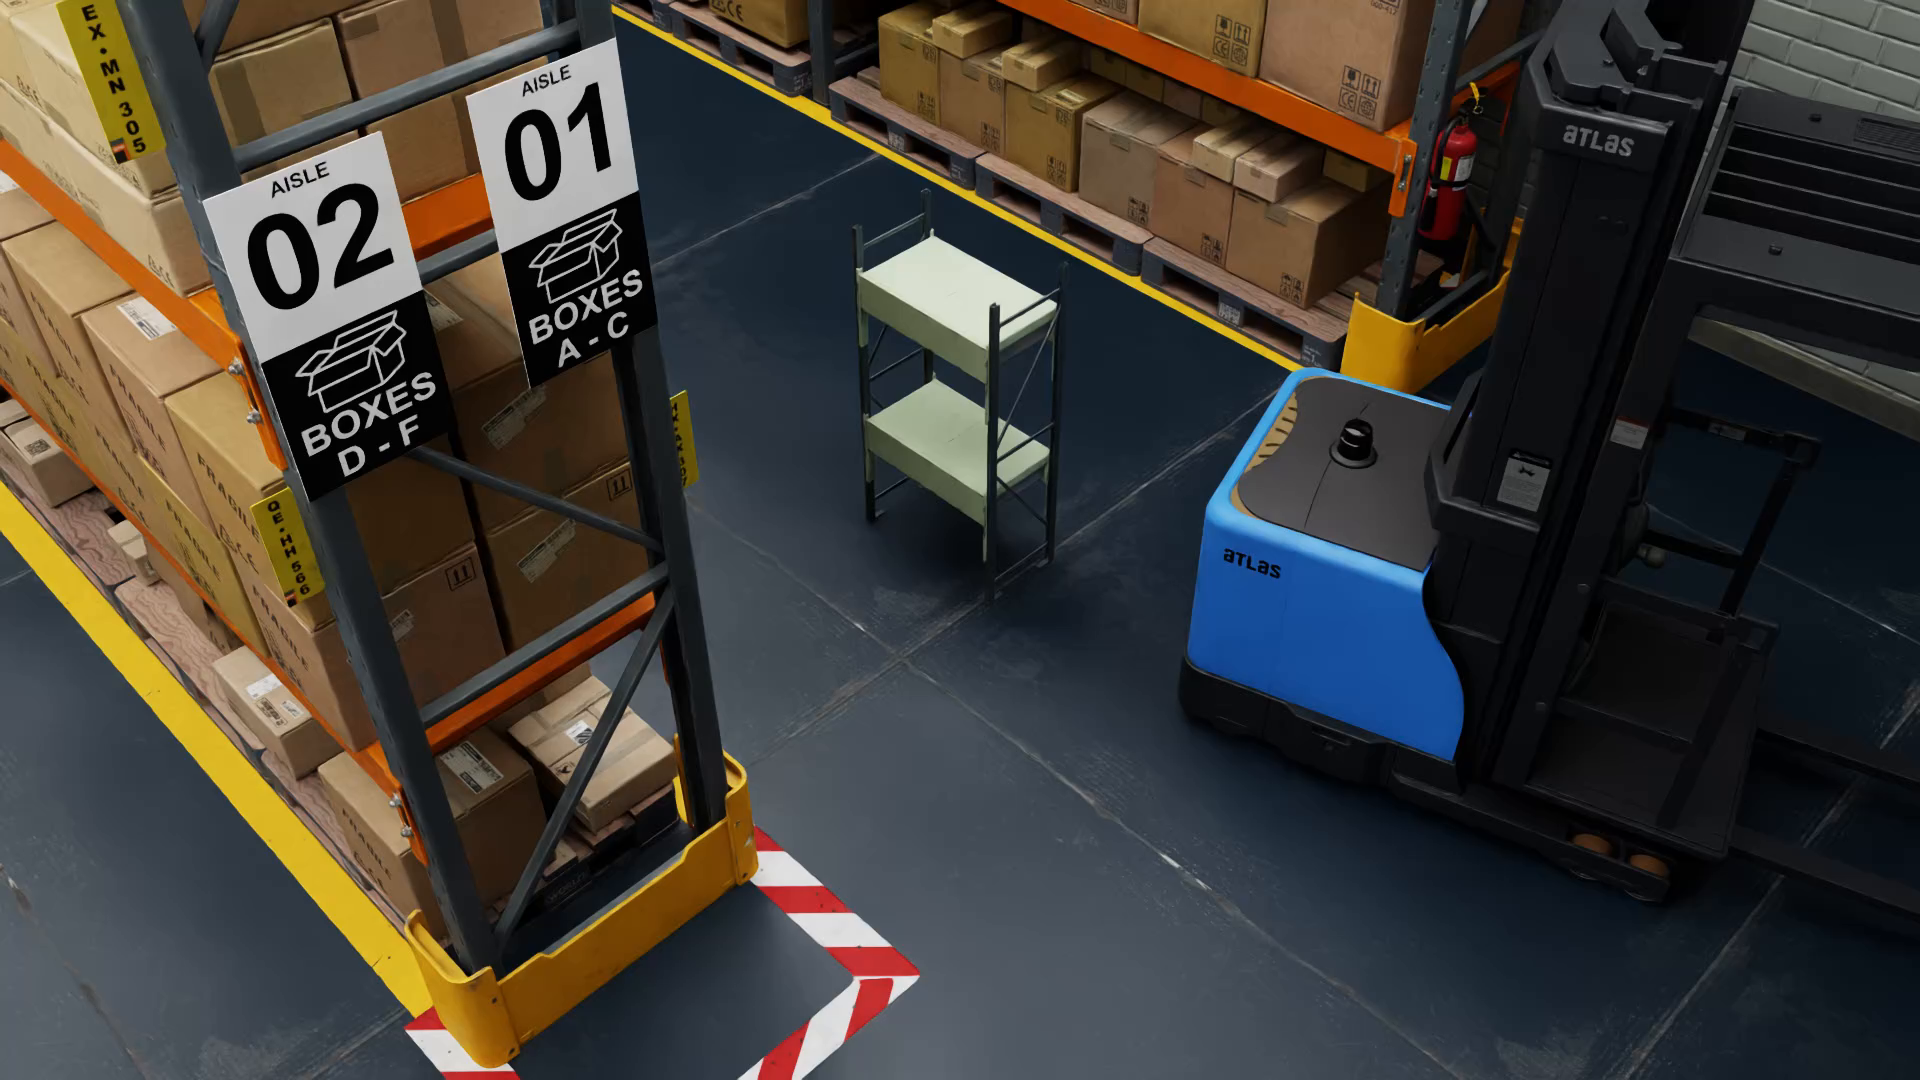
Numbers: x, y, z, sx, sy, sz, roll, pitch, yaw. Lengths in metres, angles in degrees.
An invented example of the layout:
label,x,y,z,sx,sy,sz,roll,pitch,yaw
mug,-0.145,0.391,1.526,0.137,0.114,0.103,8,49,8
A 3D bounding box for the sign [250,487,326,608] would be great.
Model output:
label,x,y,z,sx,sy,sz,roll,pitch,yaw
sign,-1.586,0.021,3.931,0.100,0.325,0.005,-34,53,-31

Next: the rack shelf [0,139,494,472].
label,x,y,z,sx,sy,sz,roll,pitch,yaw
rack shelf,-2.591,-1.493,4.975,1.077,0.370,4.000,-34,53,-31

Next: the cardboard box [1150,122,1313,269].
label,x,y,z,sx,sy,sz,roll,pitch,yaw
cardboard box,1.408,-1.835,8.558,0.500,0.500,0.700,34,53,31

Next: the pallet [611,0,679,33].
label,x,y,z,sx,sy,sz,roll,pitch,yaw
pallet,-1.963,-3.889,11.303,1.003,0.211,1.213,-34,53,-31

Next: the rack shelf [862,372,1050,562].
label,x,y,z,sx,sy,sz,roll,pitch,yaw
rack shelf,-0.005,-0.315,6.966,0.431,0.370,0.720,-34,53,-31

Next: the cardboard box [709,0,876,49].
label,x,y,z,sx,sy,sz,roll,pitch,yaw
cardboard box,-1.050,-3.607,10.218,0.750,0.750,0.750,-33,52,-31

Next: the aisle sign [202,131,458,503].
label,x,y,z,sx,sy,sz,roll,pitch,yaw
aisle sign,-1.347,-0.470,3.632,0.394,0.787,0.004,-34,53,-31

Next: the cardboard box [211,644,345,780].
label,x,y,z,sx,sy,sz,roll,pitch,yaw
cardboard box,-2.387,0.540,6.157,0.500,0.250,0.500,-34,53,-31

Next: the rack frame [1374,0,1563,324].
label,x,y,z,sx,sy,sz,roll,pitch,yaw
rack frame,2.326,-2.070,7.280,1.000,3.000,0.127,-34,53,-31

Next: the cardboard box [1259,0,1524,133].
label,x,y,z,sx,sy,sz,roll,pitch,yaw
cardboard box,1.959,-2.421,7.438,0.980,0.700,0.700,-32,51,-30

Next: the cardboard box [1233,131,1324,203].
label,x,y,z,sx,sy,sz,roll,pitch,yaw
cardboard box,1.541,-1.808,8.050,0.250,0.149,0.380,34,52,31

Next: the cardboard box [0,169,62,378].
label,x,y,z,sx,sy,sz,roll,pitch,yaw
cardboard box,-2.777,-0.916,5.221,0.500,0.500,0.500,-32,52,-30

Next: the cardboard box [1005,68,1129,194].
label,x,y,z,sx,sy,sz,roll,pitch,yaw
cardboard box,0.670,-2.329,9.093,0.700,0.500,0.500,-33,52,-30

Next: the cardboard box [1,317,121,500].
label,x,y,z,sx,sy,sz,roll,pitch,yaw
cardboard box,-2.761,-0.548,5.559,0.500,0.500,0.500,33,52,31

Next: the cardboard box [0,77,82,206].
label,x,y,z,sx,sy,sz,roll,pitch,yaw
cardboard box,-2.073,-1.107,4.138,0.500,0.250,0.500,-34,53,-31

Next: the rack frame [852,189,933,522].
label,x,y,z,sx,sy,sz,roll,pitch,yaw
rack frame,-0.263,-0.730,6.935,0.400,1.500,0.023,-34,53,-31

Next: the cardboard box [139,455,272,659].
label,x,y,z,sx,sy,sz,roll,pitch,yaw
cardboard box,-2.056,-0.063,5.035,0.500,0.500,0.500,-34,52,-31

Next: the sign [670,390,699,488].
label,x,y,z,sx,sy,sz,roll,pitch,yaw
sign,-0.794,-0.272,4.697,0.100,0.325,0.005,-34,53,-31

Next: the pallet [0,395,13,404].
label,x,y,z,sx,sy,sz,roll,pitch,yaw
pallet,-4.604,-0.965,8.139,1.003,0.211,1.213,-34,53,-31

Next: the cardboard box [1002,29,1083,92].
label,x,y,z,sx,sy,sz,roll,pitch,yaw
cardboard box,0.438,-2.556,8.860,0.250,0.149,0.380,33,52,30

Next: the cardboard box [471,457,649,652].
label,x,y,z,sx,sy,sz,roll,pitch,yaw
cardboard box,-1.305,-0.071,5.043,0.500,0.500,0.500,-33,52,-30

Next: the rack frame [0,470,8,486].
label,x,y,z,sx,sy,sz,roll,pitch,yaw
rack frame,-4.003,-1.616,6.789,1.000,3.000,0.127,-34,53,-31

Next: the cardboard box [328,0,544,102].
label,x,y,z,sx,sy,sz,roll,pitch,yaw
cardboard box,-1.357,-1.296,3.974,0.500,0.250,0.500,-34,53,-31

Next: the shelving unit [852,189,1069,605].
label,x,y,z,sx,sy,sz,roll,pitch,yaw
shelving unit,-0.005,-0.554,6.744,0.431,1.500,0.755,-34,53,-31

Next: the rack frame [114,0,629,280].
label,x,y,z,sx,sy,sz,roll,pitch,yaw
rack frame,-1.178,-1.898,2.673,1.000,3.000,0.127,-34,53,-31

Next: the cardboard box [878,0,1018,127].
label,x,y,z,sx,sy,sz,roll,pitch,yaw
cardboard box,-0.043,-2.820,9.624,0.700,0.500,0.500,-33,52,-31

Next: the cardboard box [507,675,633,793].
label,x,y,z,sx,sy,sz,roll,pitch,yaw
cardboard box,-1.407,0.699,6.047,0.380,0.166,0.250,-34,53,-31

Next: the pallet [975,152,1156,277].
label,x,y,z,sx,sy,sz,roll,pitch,yaw
pallet,0.849,-1.979,9.236,1.003,0.211,1.213,-34,53,-31

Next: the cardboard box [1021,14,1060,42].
label,x,y,z,sx,sy,sz,roll,pitch,yaw
cardboard box,0.555,-2.845,9.173,0.250,0.149,0.380,33,52,30

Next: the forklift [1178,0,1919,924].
label,x,y,z,sx,sy,sz,roll,pitch,yaw
forklift,2.396,-0.220,5.328,3.031,2.935,1.130,20,46,20

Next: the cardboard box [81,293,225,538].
label,x,y,z,sx,sy,sz,roll,pitch,yaw
cardboard box,-2.045,-0.423,4.687,0.500,0.500,0.500,-33,52,-30

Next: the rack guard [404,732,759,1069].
label,x,y,z,sx,sy,sz,roll,pitch,yaw
rack guard,-1.232,1.187,5.597,1.175,0.500,0.348,-34,53,-31

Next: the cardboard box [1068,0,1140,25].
label,x,y,z,sx,sy,sz,roll,pitch,yaw
cardboard box,0.905,-3.136,8.212,0.700,0.700,0.980,32,51,30

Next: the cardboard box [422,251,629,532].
label,x,y,z,sx,sy,sz,roll,pitch,yaw
cardboard box,-1.305,-0.438,4.703,0.500,0.500,0.500,-32,52,-30

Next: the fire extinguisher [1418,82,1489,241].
label,x,y,z,sx,sy,sz,roll,pitch,yaw
fire extinguisher,2.106,-1.611,7.115,0.296,0.674,0.183,-34,53,-31

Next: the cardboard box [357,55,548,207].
label,x,y,z,sx,sy,sz,roll,pitch,yaw
cardboard box,-1.361,-1.110,4.141,0.500,0.250,0.500,-34,53,-31

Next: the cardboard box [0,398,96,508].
label,x,y,z,sx,sy,sz,roll,pitch,yaw
cardboard box,-3.860,-0.485,7.222,0.500,0.311,0.500,-34,53,-31

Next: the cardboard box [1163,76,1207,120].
label,x,y,z,sx,sy,sz,roll,pitch,yaw
cardboard box,1.276,-2.354,8.642,0.380,0.149,0.250,-33,52,-31

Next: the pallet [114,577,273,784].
label,x,y,z,sx,sy,sz,roll,pitch,yaw
pallet,-2.653,0.325,6.743,1.003,0.211,1.213,-34,53,-31

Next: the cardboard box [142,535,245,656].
label,x,y,z,sx,sy,sz,roll,pitch,yaw
cardboard box,-2.673,0.039,6.513,0.797,0.503,0.637,-34,53,-31

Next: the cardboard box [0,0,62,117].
label,x,y,z,sx,sy,sz,roll,pitch,yaw
cardboard box,-2.075,-1.289,3.967,0.500,0.250,0.500,-34,53,-31

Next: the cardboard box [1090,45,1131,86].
label,x,y,z,sx,sy,sz,roll,pitch,yaw
cardboard box,0.916,-2.599,8.907,0.250,0.149,0.380,33,52,31

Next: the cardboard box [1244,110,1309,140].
label,x,y,z,sx,sy,sz,roll,pitch,yaw
cardboard box,1.633,-2.112,8.380,0.380,0.149,0.250,-34,52,-31
